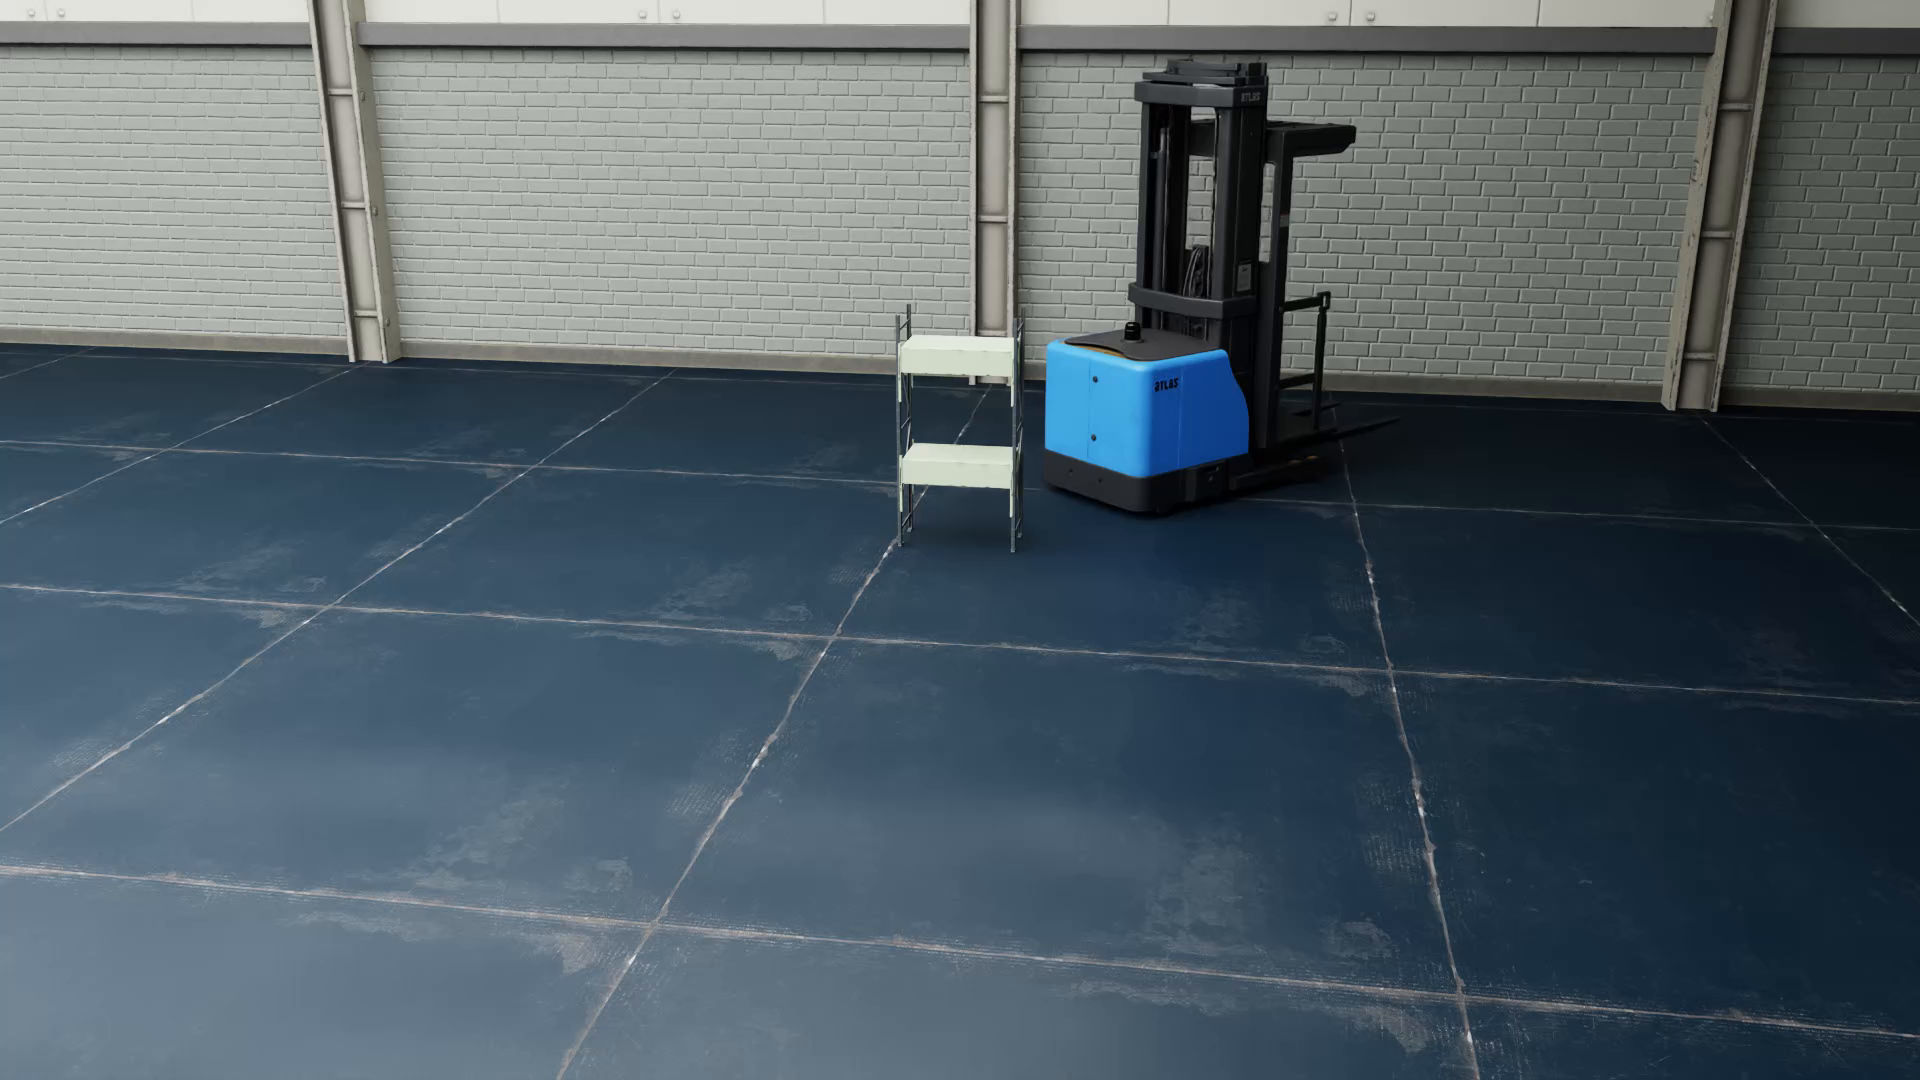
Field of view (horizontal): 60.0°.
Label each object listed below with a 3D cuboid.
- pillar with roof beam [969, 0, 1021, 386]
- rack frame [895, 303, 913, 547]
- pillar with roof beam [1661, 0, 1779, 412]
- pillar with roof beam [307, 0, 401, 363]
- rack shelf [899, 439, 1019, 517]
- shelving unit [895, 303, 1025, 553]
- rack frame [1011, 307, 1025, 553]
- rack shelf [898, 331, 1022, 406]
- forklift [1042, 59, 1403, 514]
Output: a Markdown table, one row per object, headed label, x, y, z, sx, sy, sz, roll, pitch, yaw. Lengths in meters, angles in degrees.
| label | x | y | z | sx | sy | sz | roll | pitch | yaw |
| --- | --- | --- | --- | --- | --- | --- | --- | --- | --- |
| pillar with roof beam | -0.381 | -4.360 | 9.653 | 0.400 | 9.000 | 9.100 | 3 | 19 | 9 |
| rack frame | -0.355 | -0.729 | 10.619 | 0.023 | 1.500 | 0.400 | 3 | 19 | 9 |
| pillar with roof beam | 5.543 | -4.058 | 8.751 | 0.400 | 9.000 | 9.100 | 3 | 19 | 9 |
| pillar with roof beam | -6.305 | -4.662 | 10.556 | 0.400 | 9.000 | 9.100 | 3 | 19 | 9 |
| rack shelf | 0.007 | -0.402 | 10.668 | 0.720 | 0.370 | 0.431 | 3 | 19 | 9 |
| shelving unit | 0.007 | -0.711 | 10.564 | 0.755 | 1.500 | 0.431 | 3 | 19 | 9 |
| rack frame | 0.368 | -0.692 | 10.509 | 0.023 | 1.500 | 0.400 | 3 | 19 | 9 |
| rack shelf | 0.007 | -1.081 | 10.440 | 0.720 | 0.370 | 0.431 | 3 | 19 | 9 |
| forklift | 2.059 | -1.922 | 11.928 | 3.031 | 2.935 | 1.130 | -14 | 23 | -36 |
